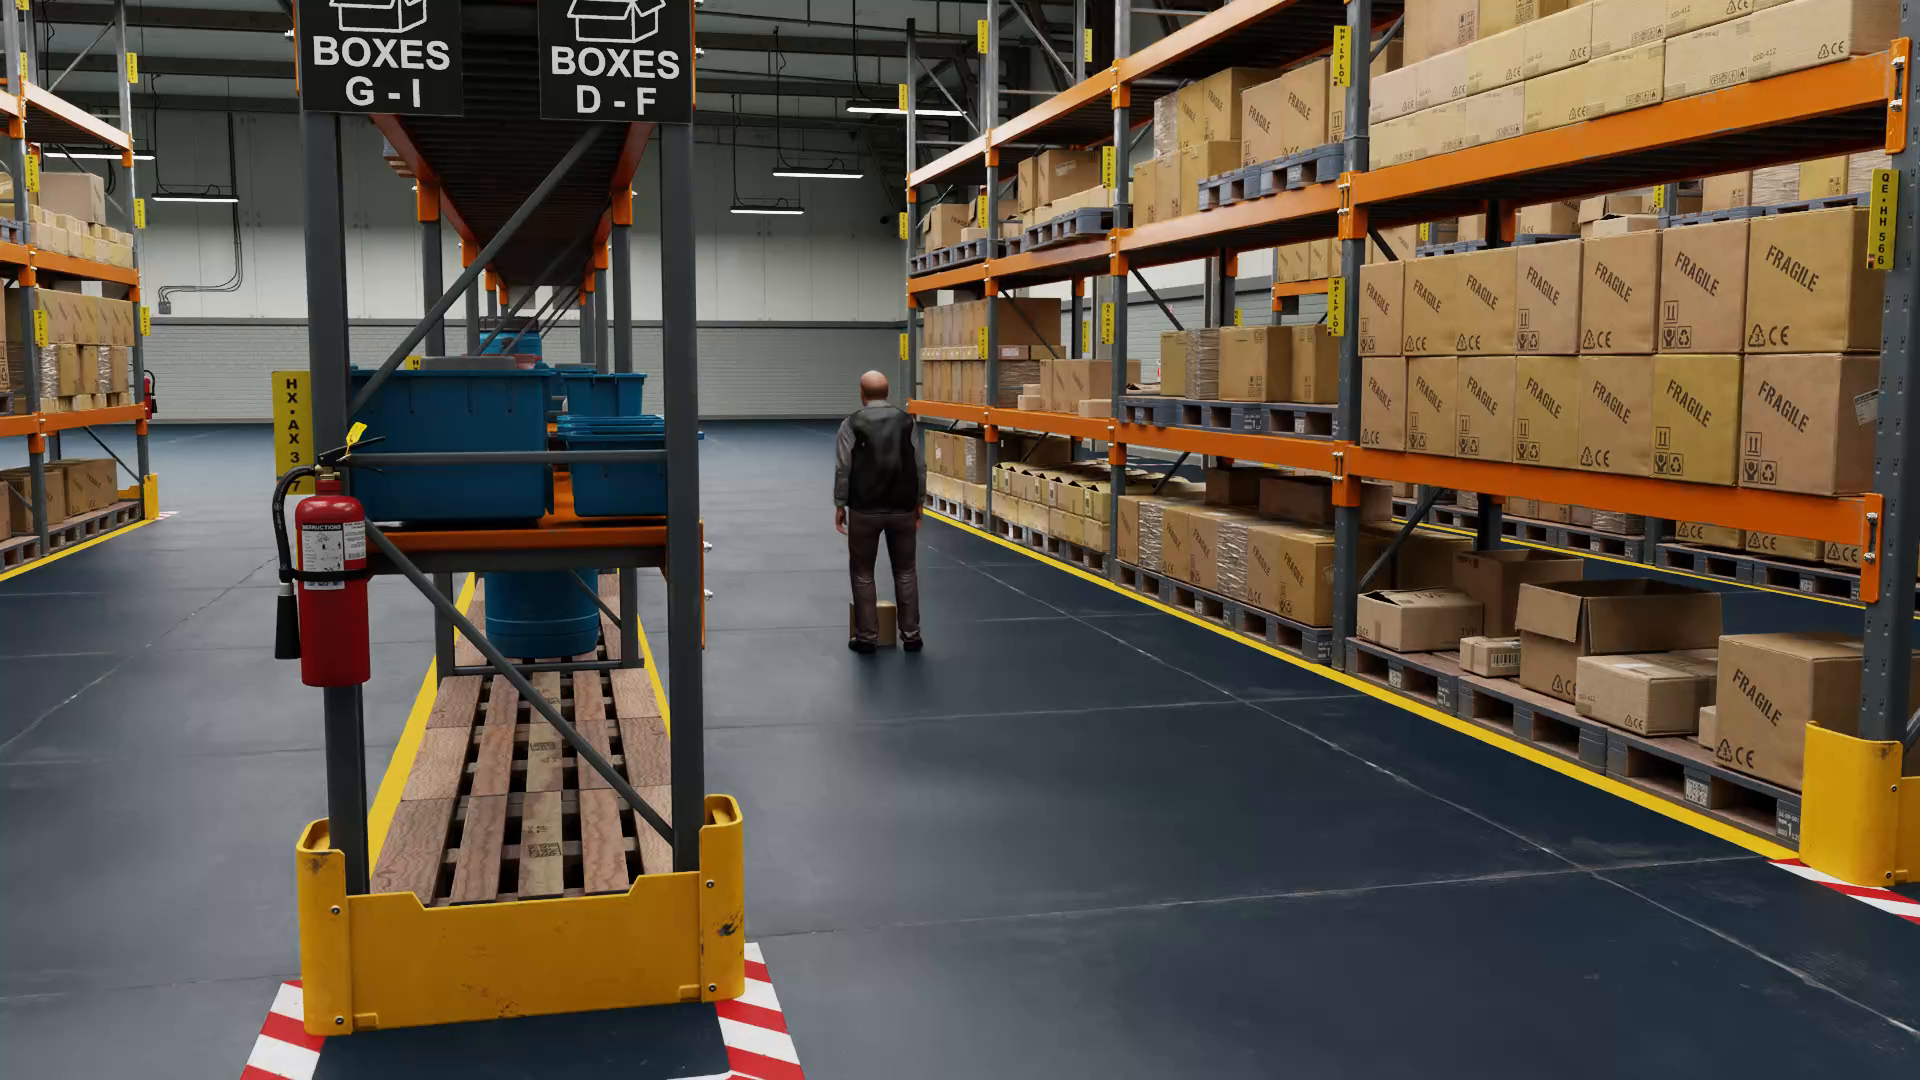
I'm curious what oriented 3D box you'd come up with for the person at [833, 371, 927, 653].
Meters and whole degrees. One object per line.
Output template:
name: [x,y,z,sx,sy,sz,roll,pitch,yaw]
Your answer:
person: [-0.483,-0.173,10.187,0.591,1.720,0.423,-2,6,-17]
